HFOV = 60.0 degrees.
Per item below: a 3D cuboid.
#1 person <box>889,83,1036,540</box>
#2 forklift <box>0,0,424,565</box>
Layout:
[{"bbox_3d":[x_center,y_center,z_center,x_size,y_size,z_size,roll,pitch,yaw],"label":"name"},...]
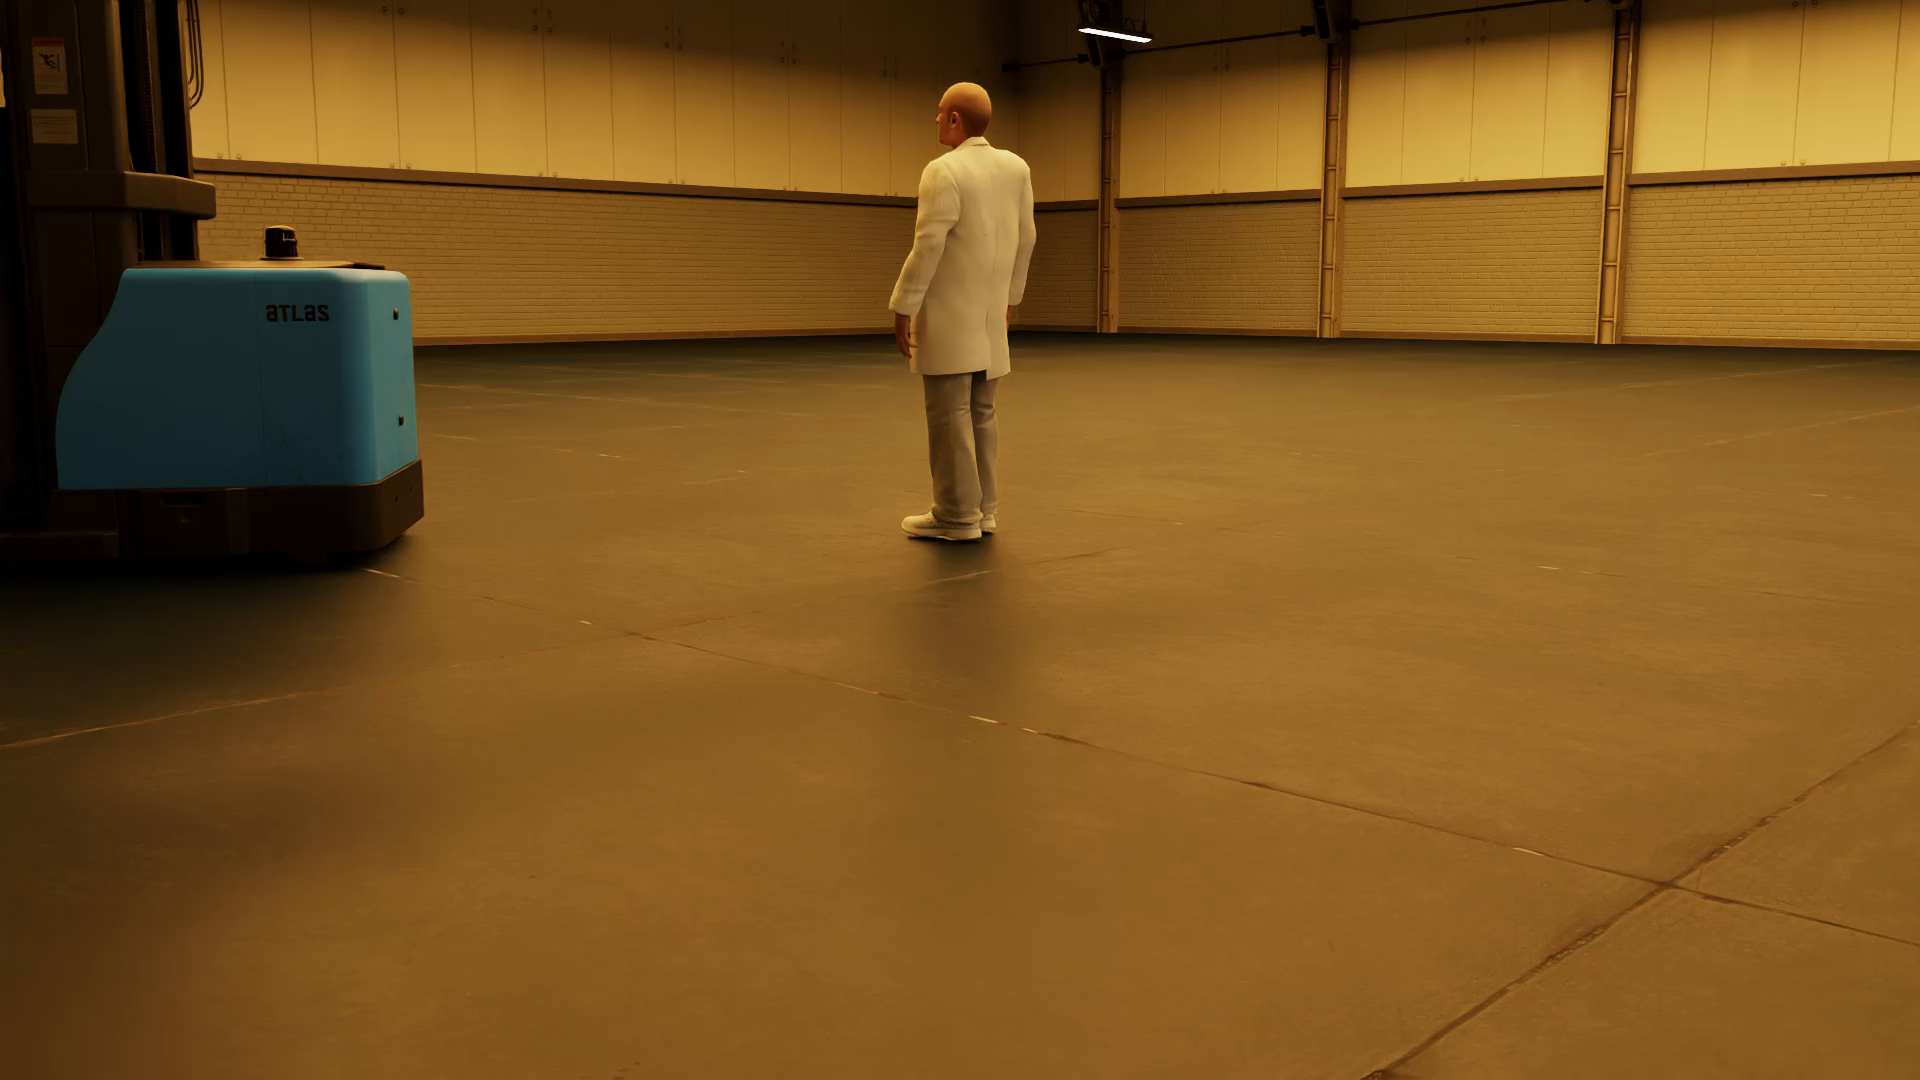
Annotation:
[{"bbox_3d":[-0.063,-0.896,6.649,0.578,1.778,0.698,8,12,43],"label":"person"},{"bbox_3d":[-3.657,-1.382,6.049,3.031,2.935,1.130,-1,9,-8],"label":"forklift"}]
